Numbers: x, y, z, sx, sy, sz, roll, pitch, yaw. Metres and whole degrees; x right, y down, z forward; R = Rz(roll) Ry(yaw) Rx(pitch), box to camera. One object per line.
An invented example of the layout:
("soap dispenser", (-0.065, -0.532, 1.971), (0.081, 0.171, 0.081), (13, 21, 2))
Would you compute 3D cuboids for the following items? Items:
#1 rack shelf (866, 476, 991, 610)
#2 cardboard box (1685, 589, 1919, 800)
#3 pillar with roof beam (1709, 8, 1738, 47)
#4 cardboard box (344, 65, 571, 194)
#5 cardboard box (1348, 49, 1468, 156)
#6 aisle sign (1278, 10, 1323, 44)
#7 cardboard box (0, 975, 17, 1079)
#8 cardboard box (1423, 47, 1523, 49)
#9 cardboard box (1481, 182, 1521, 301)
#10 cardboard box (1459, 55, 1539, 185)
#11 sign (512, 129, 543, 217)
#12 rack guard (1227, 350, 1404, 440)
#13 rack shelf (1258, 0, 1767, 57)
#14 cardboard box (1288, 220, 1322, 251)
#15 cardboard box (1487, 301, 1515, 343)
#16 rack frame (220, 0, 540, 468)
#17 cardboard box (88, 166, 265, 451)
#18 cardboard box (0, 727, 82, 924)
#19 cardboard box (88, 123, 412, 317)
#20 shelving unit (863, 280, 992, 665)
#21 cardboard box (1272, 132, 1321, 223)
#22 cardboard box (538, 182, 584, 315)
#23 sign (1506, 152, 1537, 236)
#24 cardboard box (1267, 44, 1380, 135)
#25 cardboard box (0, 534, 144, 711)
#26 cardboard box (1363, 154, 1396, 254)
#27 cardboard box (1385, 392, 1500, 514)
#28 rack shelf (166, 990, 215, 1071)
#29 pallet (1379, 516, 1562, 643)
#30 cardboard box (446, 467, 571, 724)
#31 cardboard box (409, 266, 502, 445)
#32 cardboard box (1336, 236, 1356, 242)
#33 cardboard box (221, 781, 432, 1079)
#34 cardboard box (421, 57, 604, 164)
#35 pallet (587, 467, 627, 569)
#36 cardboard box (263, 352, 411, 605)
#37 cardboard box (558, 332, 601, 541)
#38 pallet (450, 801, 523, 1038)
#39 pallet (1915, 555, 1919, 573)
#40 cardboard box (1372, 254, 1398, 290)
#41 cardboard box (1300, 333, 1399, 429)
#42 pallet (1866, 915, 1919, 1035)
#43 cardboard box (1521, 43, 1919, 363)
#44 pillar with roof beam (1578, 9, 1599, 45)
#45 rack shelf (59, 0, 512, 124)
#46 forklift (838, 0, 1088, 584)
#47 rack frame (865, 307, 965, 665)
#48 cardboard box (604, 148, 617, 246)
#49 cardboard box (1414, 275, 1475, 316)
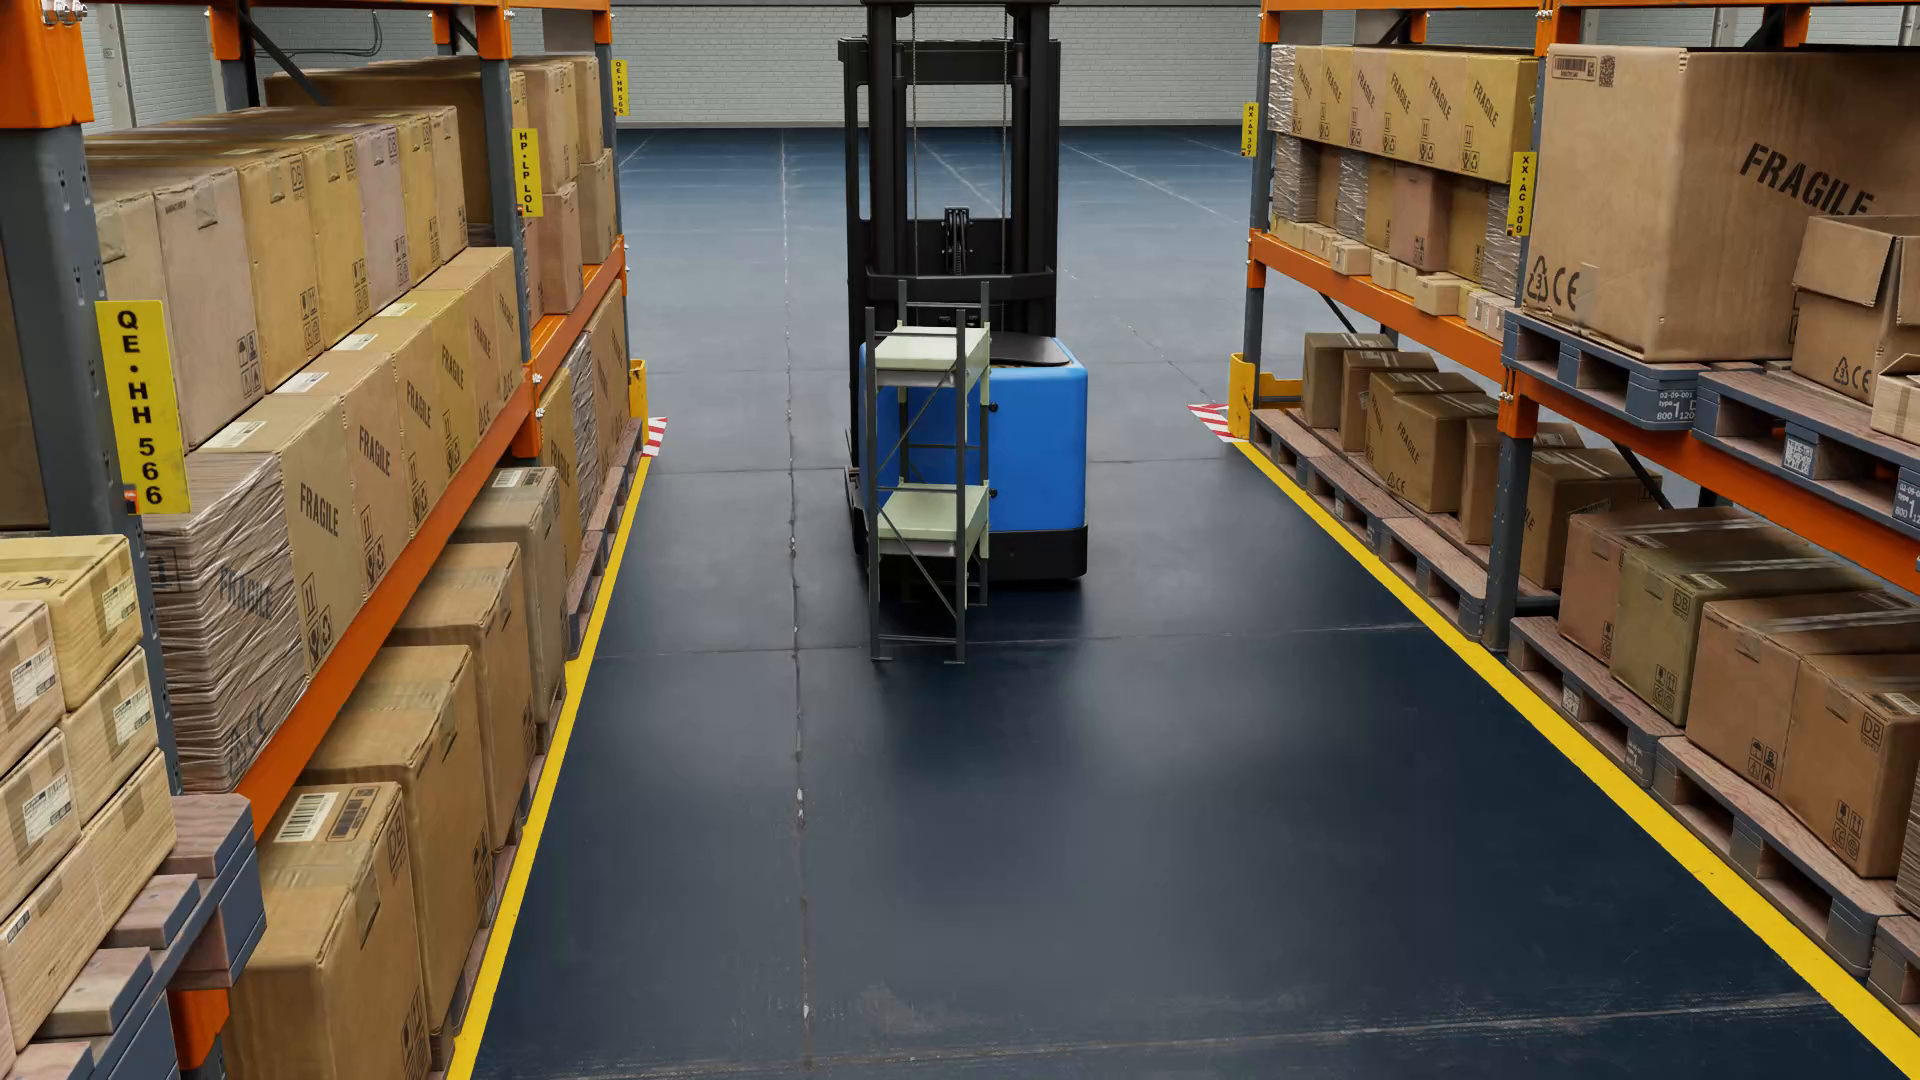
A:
("rack shelf", (-0.125, 0.002, 7.255), (0.431, 0.370, 0.720), (3, 18, 8))
("cardboard box", (2.897, 0.500, 5.517), (0.700, 0.500, 0.500), (-3, 18, -10))
("pillar with roof beam", (11.310, -12.325, 32.911), (9.100, 9.000, 0.400), (-2, 18, -6))
("cardboard box", (-2.272, -1.876, 7.592), (0.875, 0.550, 0.550), (-2, 18, -6))
("cardboard box", (2.295, -2.215, 8.393), (0.500, 0.500, 0.500), (-2, 18, -6))
("aisle sign", (2.049, -3.417, 10.214), (0.394, 0.787, 0.004), (-2, 18, -6))
("cardboard box", (-1.206, 0.542, 1.662), (0.380, 0.149, 0.250), (-1, 17, -5))
("cardboard box", (2.763, -2.380, 8.919), (0.500, 0.500, 0.500), (-2, 18, -6))
("cardboard box", (2.782, -1.302, 7.152), (0.875, 0.500, 0.500), (-2, 18, -6))
("cardboard box", (2.447, -1.768, 6.969), (0.500, 0.500, 0.500), (-2, 18, -6))
("sign", (-1.638, -1.387, 6.287), (0.100, 0.325, 0.005), (-2, 18, -6))
("rack guard", (2.362, -0.953, 10.877), (1.175, 0.500, 0.348), (-2, 18, -6))
("rack shelf", (2.561, -2.660, 8.335), (1.077, 0.370, 4.000), (-2, 18, -6))
("cardboard box", (2.164, -1.806, 9.840), (0.380, 0.149, 0.250), (-2, 18, -6))
("cardboard box", (2.452, -0.911, 6.991), (0.380, 0.149, 0.250), (-2, 18, -6))
("rack frame", (-2.177, -0.853, 6.386), (1.000, 3.000, 0.127), (-2, 18, -6))
("cardboard box", (-1.854, -0.471, 3.332), (0.700, 0.500, 0.500), (-2, 18, -6))
("cardboard box", (-1.231, 0.329, 1.843), (0.380, 0.149, 0.250), (-1, 17, -4))
("cardboard box", (-2.013, -0.926, 4.783), (0.700, 0.500, 0.500), (-2, 18, -5))
("shelving unit", (-0.125, -0.309, 7.157), (0.431, 1.500, 0.755), (3, 18, 8))
("cardboard box", (2.384, -2.193, 9.990), (0.875, 0.500, 0.500), (-2, 18, -6))
("cardboard box", (-2.245, -1.362, 7.757), (0.875, 0.550, 0.550), (-2, 18, -6))
("sign", (2.228, -1.370, 6.588), (0.100, 0.325, 0.005), (-2, 18, -6))
("cardboard box", (2.140, -2.662, 9.816), (0.500, 0.500, 0.500), (-2, 18, -6))
("cardboard box", (-1.258, 0.106, 2.056), (0.380, 0.149, 0.250), (-2, 18, -8))
("cardboard box", (2.603, -1.748, 8.573), (0.875, 0.500, 0.500), (-2, 18, -6))
("cardboard box", (2.557, -0.457, 8.598), (0.500, 0.500, 0.500), (-3, 18, -11))
("rack shelf", (-1.558, 1.278, 0.800), (1.077, 0.370, 4.000), (-2, 18, -6))
("pallet", (2.662, 0.155, 7.830), (1.003, 0.211, 1.213), (-2, 18, -6))
("cardboard box", (-2.024, 0.202, 6.080), (1.050, 0.750, 0.750), (-2, 18, -6))
("cardboard box", (-1.805, -0.603, 5.423), (0.500, 0.500, 0.500), (-2, 18, -6))
("cardboard box", (2.282, -1.584, 9.133), (0.380, 0.149, 0.250), (-2, 18, -6))
("cardboard box", (-1.738, 1.027, 3.451), (1.050, 0.750, 0.750), (-2, 18, -6))
("cardboard box", (-2.441, -2.359, 9.129), (0.875, 0.550, 0.550), (-2, 18, -6))
("pallet", (-2.307, -0.116, 8.694), (1.003, 0.211, 1.213), (-2, 18, -6))
("cardboard box", (-1.649, -0.153, 3.989), (0.500, 0.500, 0.500), (-2, 18, -6))
("cardboard box", (-2.269, -0.498, 8.101), (0.875, 0.875, 0.875), (-2, 18, -5))
("pallet", (-1.894, 1.069, 4.919), (1.003, 0.211, 1.213), (-2, 18, -6))
("pallet", (3.000, 0.098, 3.677), (1.213, 0.211, 1.003), (-2, 18, -6))
("cardboard box", (2.312, -1.359, 8.416), (0.380, 0.149, 0.250), (-2, 18, -6))
("cardboard box", (2.402, -0.989, 10.292), (0.500, 0.500, 0.500), (1, 17, 5))
("pallet", (3.100, 1.313, 4.142), (1.003, 0.211, 1.213), (-2, 18, -6))
("cardboard box", (2.710, -1.222, 5.858), (1.000, 1.000, 1.000), (-2, 18, -5))
("pillar with roof beam", (10.691, -14.112, 38.605), (9.100, 9.000, 0.400), (-2, 18, -6))
("rack shelf", (-1.971, -1.345, 4.147), (1.077, 0.370, 4.000), (-2, 18, -6))
("forklift", (-0.068, -1.586, 8.836), (1.130, 2.935, 3.031), (-2, 18, -6))
("rack frame", (-0.178, -0.200, 6.812), (0.400, 1.500, 0.023), (3, 18, 8))
("cardboard box", (-2.506, -2.007, 9.812), (0.875, 0.550, 0.550), (-2, 18, -6))
("cardboard box", (2.333, -1.133, 7.699), (0.380, 0.149, 0.250), (-2, 18, -6))
